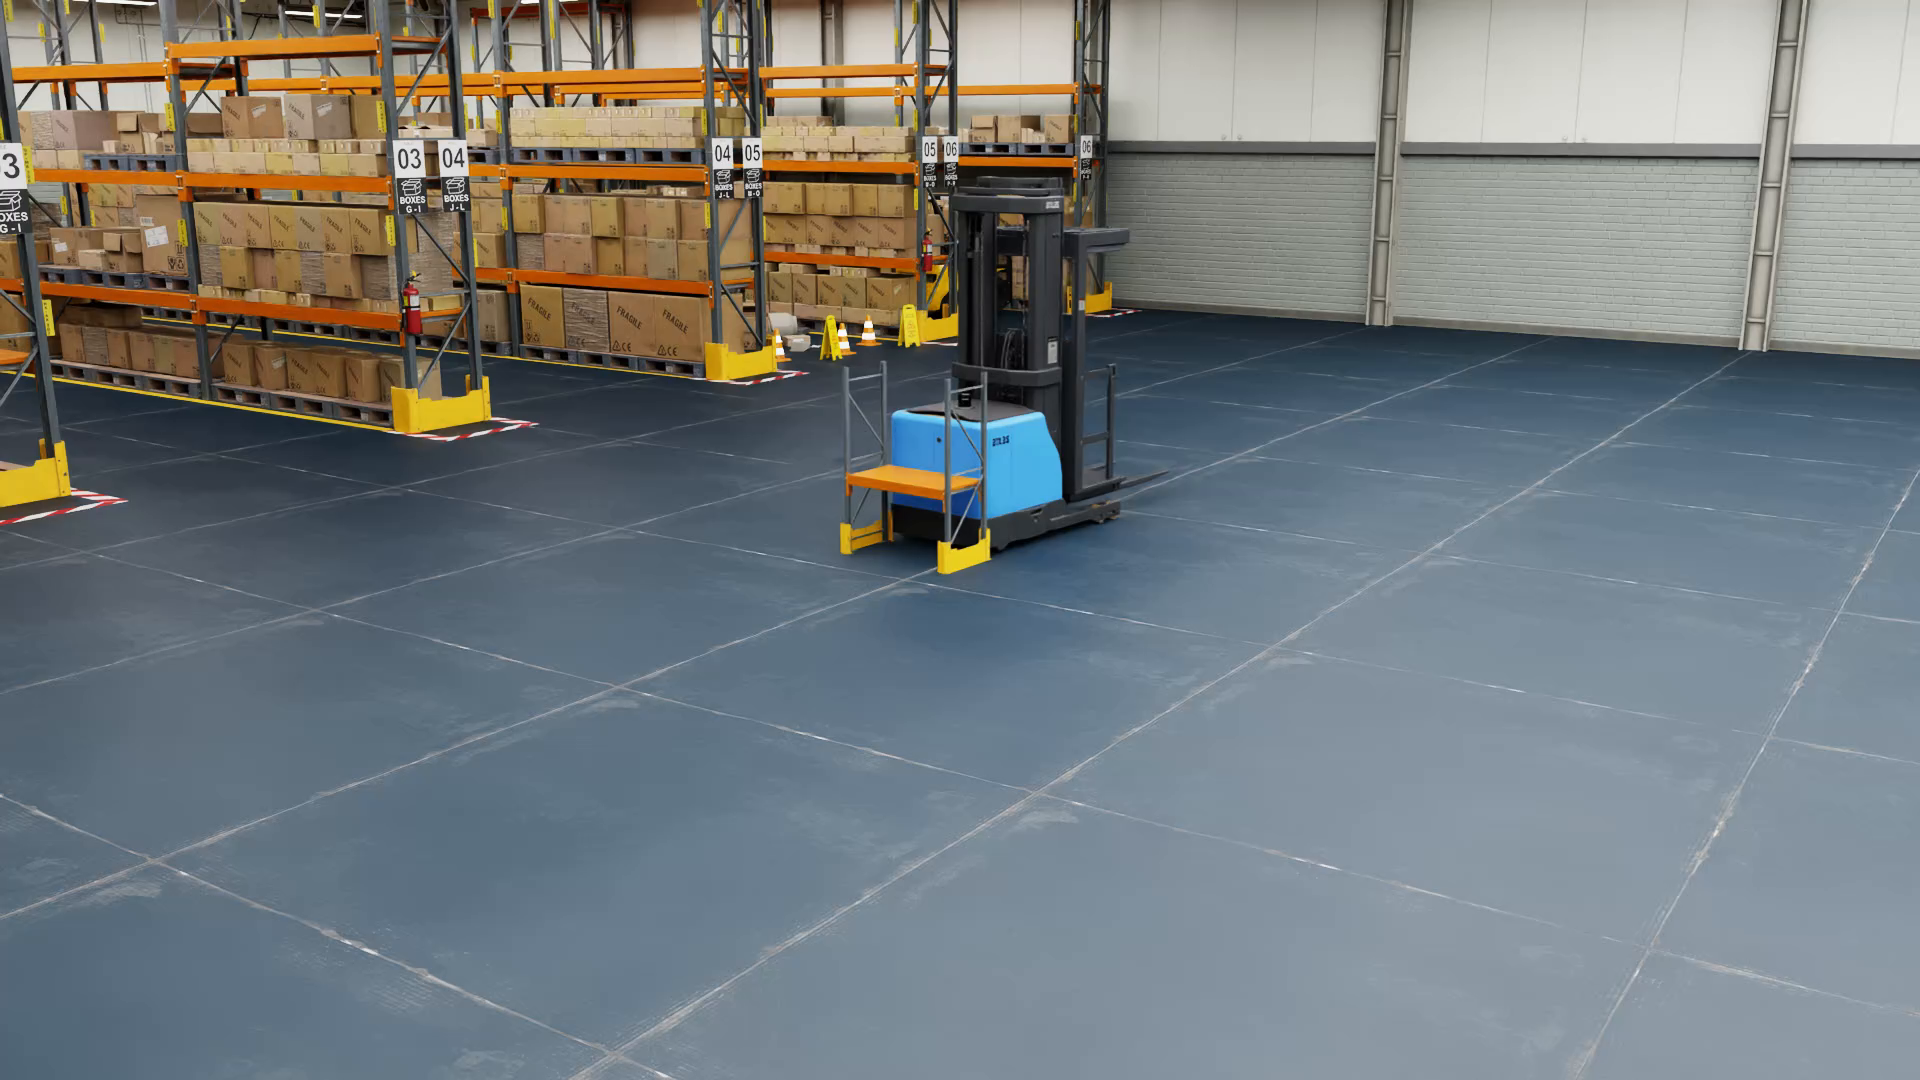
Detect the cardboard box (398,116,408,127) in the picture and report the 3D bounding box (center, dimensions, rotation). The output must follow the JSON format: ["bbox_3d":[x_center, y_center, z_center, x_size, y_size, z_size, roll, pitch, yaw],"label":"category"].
[{"bbox_3d":[-11.458,-8.293,33.541,0.637,0.503,0.797,11,18,37],"label":"cardboard box"}]

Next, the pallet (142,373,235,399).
[{"bbox_3d":[-9.861,-2.061,21.711,1.213,0.211,1.003,9,17,33],"label":"pallet"}]

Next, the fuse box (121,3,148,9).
[{"bbox_3d":[-18.451,-12.059,37.150,0.176,0.334,0.513,9,17,33],"label":"fuse box"}]

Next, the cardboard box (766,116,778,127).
[{"bbox_3d":[-3.770,-8.425,34.081,0.500,0.500,0.500,9,17,33],"label":"cardboard box"}]

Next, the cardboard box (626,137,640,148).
[{"bbox_3d":[-4.353,-5.450,22.794,0.250,0.149,0.380,9,16,32],"label":"cardboard box"}]

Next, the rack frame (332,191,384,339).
[{"bbox_3d":[-9.681,-4.823,27.062,0.127,3.000,1.000,9,17,33],"label":"rack frame"}]

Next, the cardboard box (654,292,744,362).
[{"bbox_3d":[-3.642,-3.000,23.247,0.875,0.875,0.875,9,17,33],"label":"cardboard box"}]

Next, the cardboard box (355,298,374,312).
[{"bbox_3d":[-6.690,-2.706,19.036,0.250,0.149,0.380,9,17,33],"label":"cardboard box"}]

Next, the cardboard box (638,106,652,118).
[{"bbox_3d":[-4.146,-5.803,22.563,0.250,0.149,0.380,10,17,34],"label":"cardboard box"}]

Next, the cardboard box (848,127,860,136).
[{"bbox_3d":[-1.605,-6.609,26.901,0.250,0.149,0.380,9,17,33],"label":"cardboard box"}]

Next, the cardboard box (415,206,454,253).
[{"bbox_3d":[-6.199,-3.581,19.138,0.500,0.500,0.500,9,17,33],"label":"cardboard box"}]

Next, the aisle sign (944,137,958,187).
[{"bbox_3d":[-0.140,-6.066,26.674,0.004,0.787,0.394,9,17,33],"label":"aisle sign"}]

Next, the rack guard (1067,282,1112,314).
[{"bbox_3d":[2.423,-4.524,31.058,0.348,0.500,1.175,9,17,33],"label":"rack guard"}]

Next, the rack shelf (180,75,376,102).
[{"bbox_3d":[-11.341,-7.460,27.560,4.000,0.370,1.077,9,17,33],"label":"rack shelf"}]

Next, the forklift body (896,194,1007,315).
[{"bbox_3d":[-0.189,-5.219,30.430,1.214,2.155,2.313,9,17,33],"label":"forklift body"}]

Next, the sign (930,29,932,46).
[{"bbox_3d":[-0.586,-9.827,32.519,0.005,0.325,0.100,9,17,33],"label":"sign"}]

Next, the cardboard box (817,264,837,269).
[{"bbox_3d":[-2.620,-5.602,34.278,0.625,0.625,0.875,8,16,31],"label":"cardboard box"}]

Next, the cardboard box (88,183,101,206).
[{"bbox_3d":[-15.673,-6.394,30.503,0.500,0.500,0.500,10,17,34],"label":"cardboard box"}]

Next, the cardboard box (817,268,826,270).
[{"bbox_3d":[-2.619,-4.426,28.749,0.500,0.500,0.500,10,17,34],"label":"cardboard box"}]

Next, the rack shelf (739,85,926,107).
[{"bbox_3d":[-2.576,-8.914,33.434,4.000,0.370,1.077,9,17,33],"label":"rack shelf"}]

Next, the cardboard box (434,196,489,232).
[{"bbox_3d":[-7.624,-5.022,25.579,0.500,0.500,0.700,9,17,33],"label":"cardboard box"}]

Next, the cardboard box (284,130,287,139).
[{"bbox_3d":[-10.719,-6.418,27.055,0.500,0.500,0.500,9,17,33],"label":"cardboard box"}]

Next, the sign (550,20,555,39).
[{"bbox_3d":[-7.309,-9.154,29.803,0.005,0.325,0.100,9,17,33],"label":"sign"}]

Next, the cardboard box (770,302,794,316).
[{"bbox_3d":[-2.895,-3.954,28.400,0.500,0.250,0.500,10,17,36],"label":"cardboard box"}]

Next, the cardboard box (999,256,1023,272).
[{"bbox_3d":[0.996,-5.228,31.466,0.500,0.250,0.500,9,17,34],"label":"cardboard box"}]

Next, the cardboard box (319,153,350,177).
[{"bbox_3d":[-6.853,-4.238,18.770,0.500,0.250,0.500,9,17,33],"label":"cardboard box"}]

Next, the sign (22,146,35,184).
[{"bbox_3d":[-8.348,-3.356,14.878,0.005,0.325,0.100,9,17,33],"label":"sign"}]

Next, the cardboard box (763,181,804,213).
[{"bbox_3d":[-3.027,-5.790,28.062,0.500,0.500,0.700,9,17,33],"label":"cardboard box"}]

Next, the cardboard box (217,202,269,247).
[{"bbox_3d":[-8.567,-3.811,20.069,0.500,0.500,0.500,9,17,33],"label":"cardboard box"}]

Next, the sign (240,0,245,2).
[{"bbox_3d":[-8.896,-6.820,20.540,0.005,0.325,0.100,9,17,33],"label":"sign"}]

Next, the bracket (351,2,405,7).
[{"bbox_3d":[-15.468,-13.446,41.924,5.218,0.066,0.076,9,17,33],"label":"bracket"}]

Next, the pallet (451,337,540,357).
[{"bbox_3d":[-7.044,-3.021,25.588,1.213,0.211,1.003,9,17,33],"label":"pallet"}]

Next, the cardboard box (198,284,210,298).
[{"bbox_3d":[-9.203,-3.100,20.627,0.250,0.149,0.380,9,17,33],"label":"cardboard box"}]

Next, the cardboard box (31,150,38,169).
[{"bbox_3d":[-12.285,-5.117,22.320,0.500,0.250,0.500,10,17,34],"label":"cardboard box"}]

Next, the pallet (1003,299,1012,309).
[{"bbox_3d":[0.737,-4.645,32.147,1.213,0.211,1.003,9,17,33],"label":"pallet"}]

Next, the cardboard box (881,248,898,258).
[{"bbox_3d":[-1.066,-4.648,26.879,0.250,0.149,0.380,9,16,32],"label":"cardboard box"}]

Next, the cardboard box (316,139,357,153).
[{"bbox_3d":[-7.095,-4.486,18.943,0.250,0.149,0.380,9,17,33],"label":"cardboard box"}]

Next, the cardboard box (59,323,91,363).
[{"bbox_3d":[-11.966,-2.761,23.023,0.500,0.500,0.700,8,16,30],"label":"cardboard box"}]

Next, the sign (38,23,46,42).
[{"bbox_3d":[-16.622,-9.191,30.117,0.005,0.325,0.100,9,17,33],"label":"sign"}]

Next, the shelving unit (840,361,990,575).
[{"bbox_3d":[-0.362,-0.595,13.104,1.083,1.500,0.587,10,17,36],"label":"shelving unit"}]

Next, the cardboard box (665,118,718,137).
[{"bbox_3d":[-3.605,-5.540,22.328,0.500,0.250,0.500,9,17,34],"label":"cardboard box"}]

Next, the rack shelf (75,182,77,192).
[{"bbox_3d":[-14.193,-5.222,23.932,4.000,0.370,1.077,9,17,33],"label":"rack shelf"}]

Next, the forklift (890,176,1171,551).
[{"bbox_3d":[0.749,-1.632,14.314,1.130,2.935,3.031,11,18,38],"label":"forklift"}]

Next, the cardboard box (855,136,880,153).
[{"bbox_3d":[-1.348,-6.363,26.737,0.500,0.250,0.500,9,16,32],"label":"cardboard box"}]

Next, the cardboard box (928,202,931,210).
[{"bbox_3d":[-0.583,-6.511,32.324,0.250,0.149,0.380,10,17,34],"label":"cardboard box"}]

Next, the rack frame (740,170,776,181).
[{"bbox_3d":[-4.235,-6.813,35.104,0.127,3.000,1.000,9,17,33],"label":"rack frame"}]

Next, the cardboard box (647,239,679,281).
[{"bbox_3d":[-3.845,-3.933,23.155,0.550,0.550,0.875,9,17,33],"label":"cardboard box"}]

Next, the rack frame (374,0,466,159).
[{"bbox_3d":[-5.895,-5.686,18.067,0.127,3.000,1.000,9,17,33],"label":"rack frame"}]

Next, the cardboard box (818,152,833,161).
[{"bbox_3d":[-2.116,-6.274,27.204,0.250,0.149,0.380,9,16,32],"label":"cardboard box"}]
